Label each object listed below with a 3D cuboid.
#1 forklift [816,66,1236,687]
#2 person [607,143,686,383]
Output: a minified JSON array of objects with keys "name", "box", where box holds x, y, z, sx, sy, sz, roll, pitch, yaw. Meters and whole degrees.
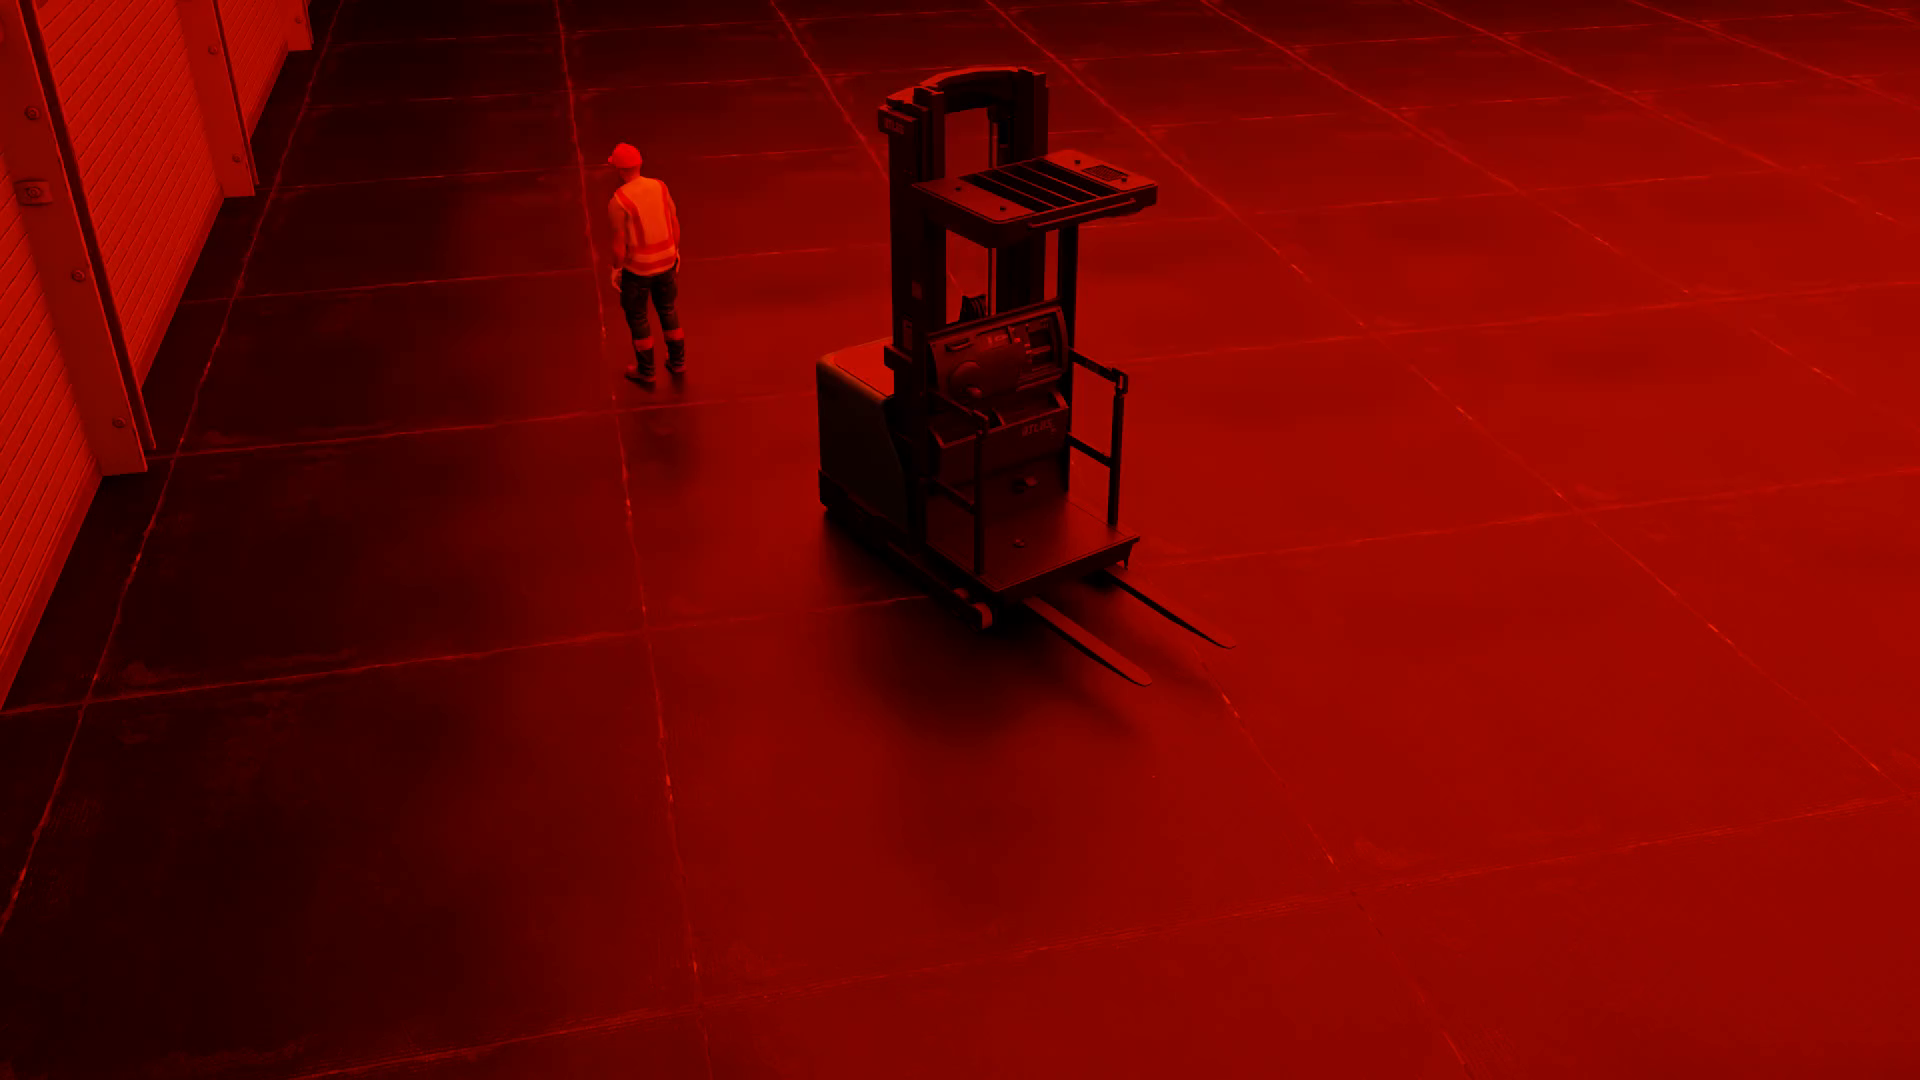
[{"name":"forklift","box":[0.355,-1.021,9.338,1.130,2.935,3.031,-20,35,-30]},{"name":"person","box":[-2.321,-2.032,12.241,0.608,1.777,0.454,-25,39,-37]}]
